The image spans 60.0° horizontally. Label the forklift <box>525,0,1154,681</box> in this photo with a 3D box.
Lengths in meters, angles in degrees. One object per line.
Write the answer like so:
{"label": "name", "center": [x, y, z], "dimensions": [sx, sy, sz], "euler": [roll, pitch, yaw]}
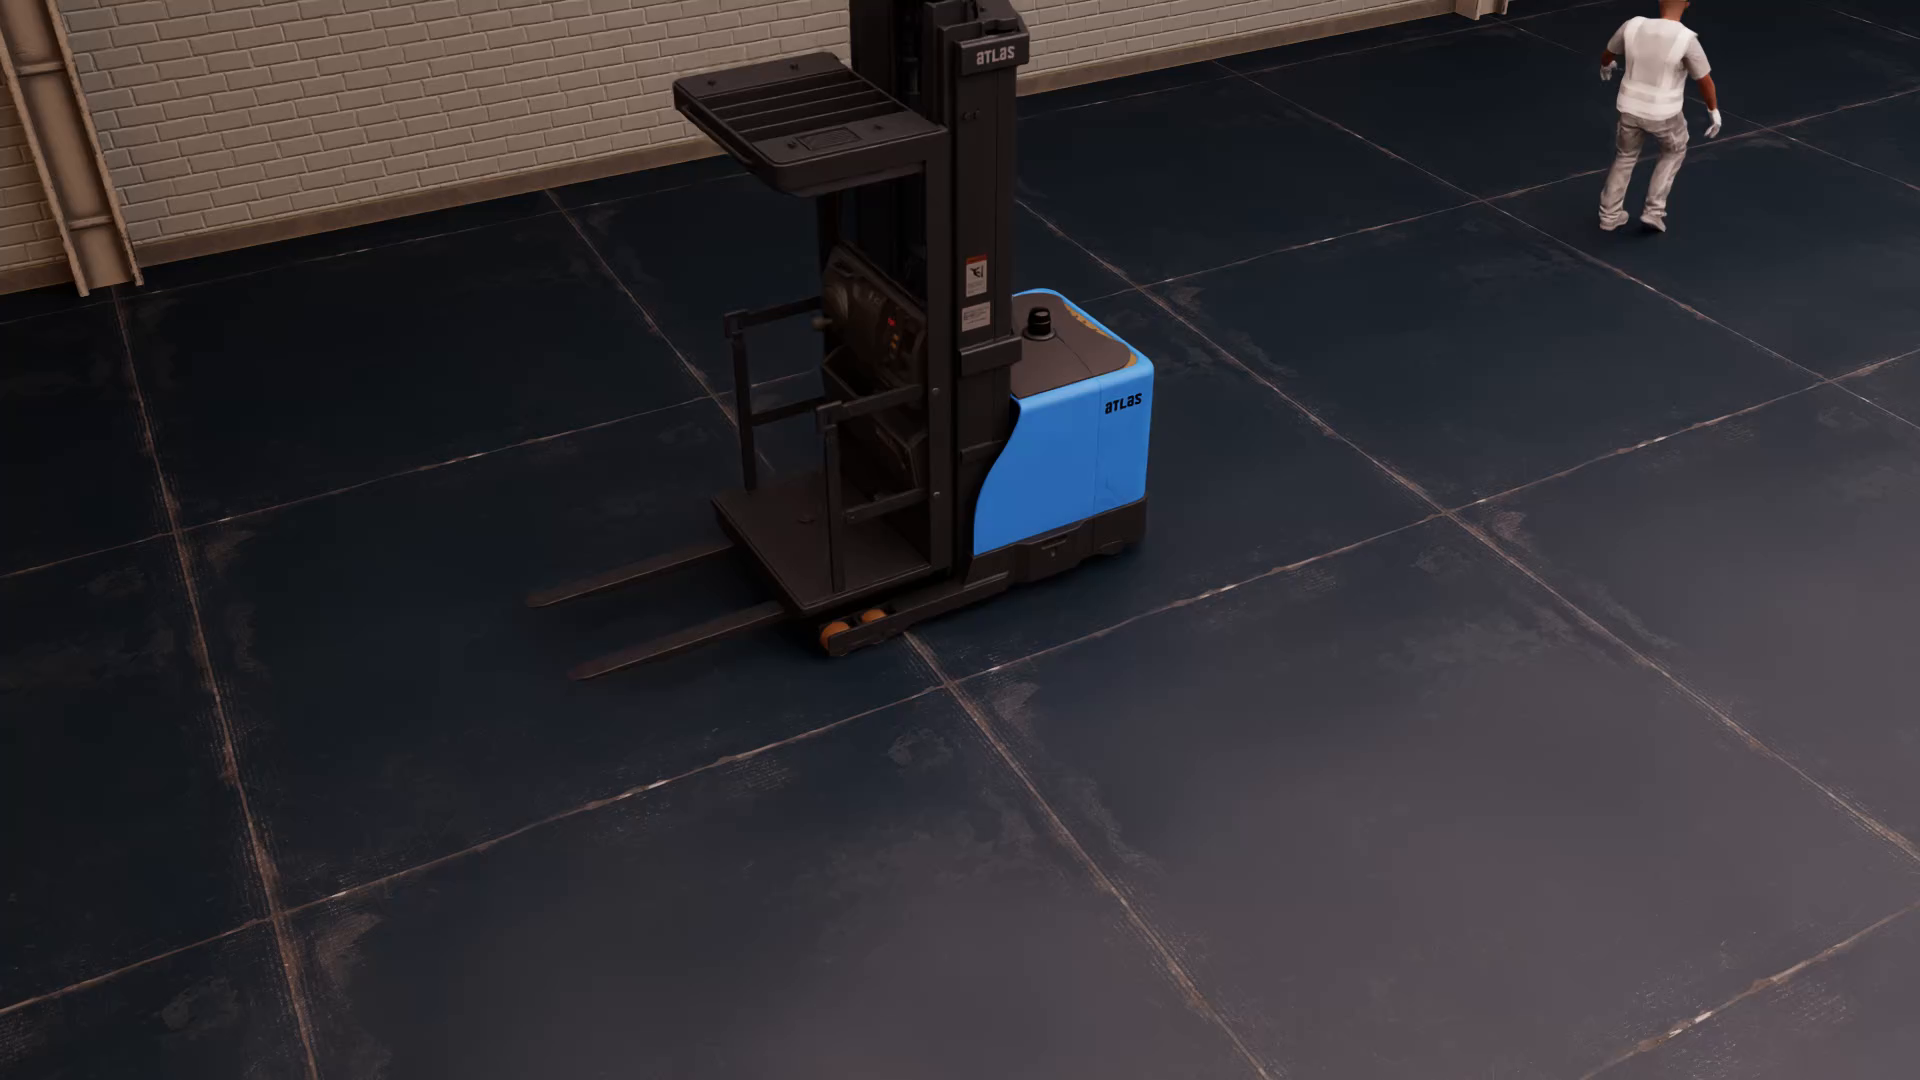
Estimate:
{"label": "forklift", "center": [-0.581, -0.992, 7.527], "dimensions": [3.031, 2.935, 1.130], "euler": [-18, 39, -24]}

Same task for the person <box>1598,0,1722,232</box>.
{"label": "person", "center": [4.705, -2.942, 11.338], "dimensions": [0.483, 1.798, 0.946], "euler": [-27, 43, -33]}
